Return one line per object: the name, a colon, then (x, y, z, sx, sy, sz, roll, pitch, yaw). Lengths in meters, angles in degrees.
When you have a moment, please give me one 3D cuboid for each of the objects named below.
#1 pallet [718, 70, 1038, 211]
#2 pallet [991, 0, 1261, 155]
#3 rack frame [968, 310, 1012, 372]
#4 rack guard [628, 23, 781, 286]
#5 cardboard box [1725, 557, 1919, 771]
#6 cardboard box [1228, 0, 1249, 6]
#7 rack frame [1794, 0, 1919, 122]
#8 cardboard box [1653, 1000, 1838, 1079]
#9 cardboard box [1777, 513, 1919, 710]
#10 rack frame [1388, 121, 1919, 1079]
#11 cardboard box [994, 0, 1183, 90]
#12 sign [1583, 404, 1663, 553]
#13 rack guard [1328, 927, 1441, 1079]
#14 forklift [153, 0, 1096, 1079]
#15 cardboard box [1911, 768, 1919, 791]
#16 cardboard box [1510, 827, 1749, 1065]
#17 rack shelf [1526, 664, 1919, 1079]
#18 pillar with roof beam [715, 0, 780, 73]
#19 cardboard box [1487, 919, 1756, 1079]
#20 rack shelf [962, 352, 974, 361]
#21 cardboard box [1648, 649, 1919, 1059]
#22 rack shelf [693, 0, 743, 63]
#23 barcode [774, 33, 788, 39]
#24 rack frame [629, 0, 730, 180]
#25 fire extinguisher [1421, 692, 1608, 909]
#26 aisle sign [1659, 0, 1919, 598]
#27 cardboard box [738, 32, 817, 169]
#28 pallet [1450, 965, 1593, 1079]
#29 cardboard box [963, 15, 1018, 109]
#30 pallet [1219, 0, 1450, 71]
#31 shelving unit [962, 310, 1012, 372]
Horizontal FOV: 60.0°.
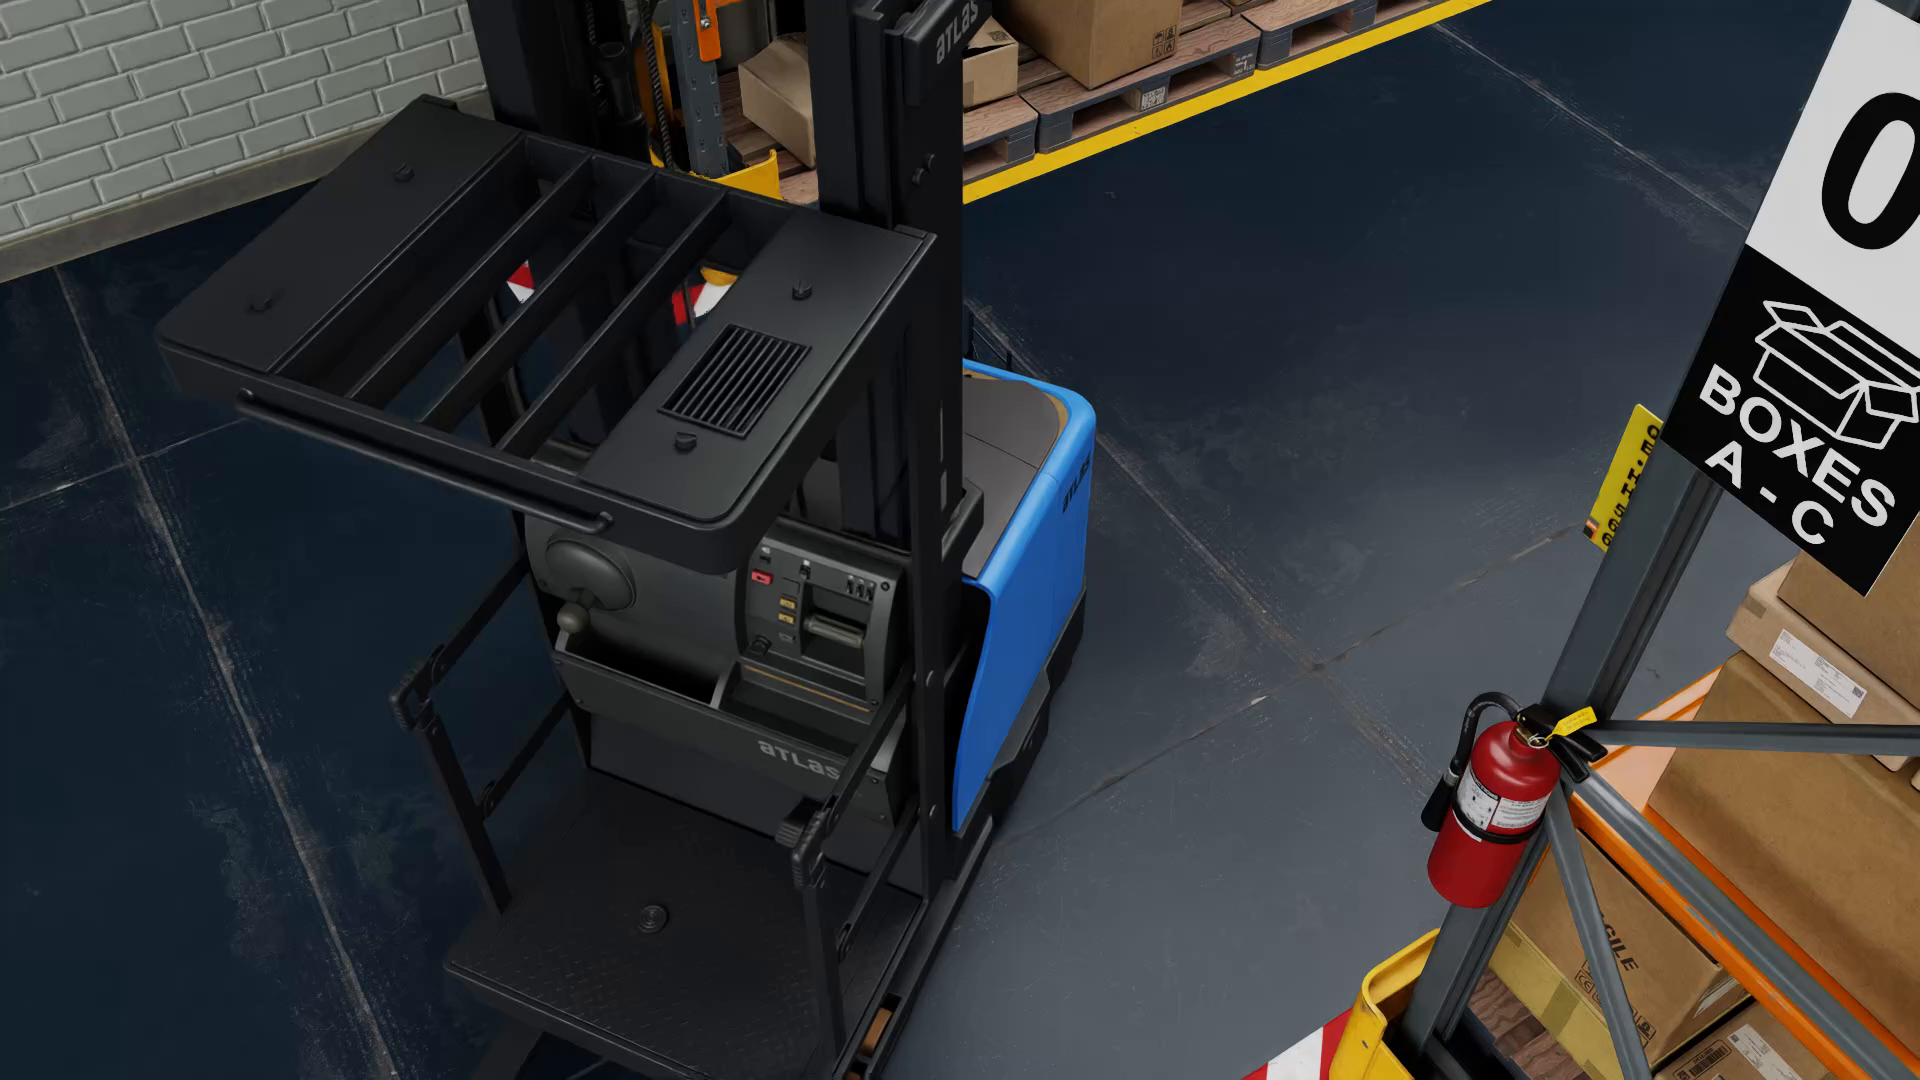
pallet: (-0.433, -1.810, 7.220, 1.213, 0.211, 1.003, -25, 53, -21)
pallet: (0.597, -2.293, 7.650, 1.213, 0.211, 1.003, -25, 53, -21)
rack frame: (0.093, -0.343, 5.453, 0.006, 0.900, 0.240, -25, 53, -21)
rack guard: (-1.139, -1.604, 6.844, 0.348, 0.500, 1.175, -25, 53, -21)
cardboard box: (1.664, 0.200, 3.062, 0.250, 0.149, 0.380, -26, 53, -21)
cardboard box: (1.323, -2.875, 7.681, 0.500, 0.500, 0.500, -29, 54, -23)
rack frame: (1.443, -1.273, 0.858, 0.127, 3.000, 1.000, -25, 53, -21)
cardboard box: (2.015, 1.424, 4.034, 0.500, 0.250, 0.500, -25, 53, -21)
cardboard box: (1.889, 0.058, 2.754, 0.500, 0.500, 0.700, -25, 53, -21)
rack frame: (1.443, 0.722, 3.098, 0.127, 3.000, 1.000, -25, 53, -21)
cardboard box: (0.559, -2.427, 7.282, 0.500, 0.500, 0.700, -28, 54, -23)
sign: (1.165, -0.090, 2.888, 0.005, 0.325, 0.100, -25, 53, -21)
rack guard: (1.422, 1.563, 4.023, 0.348, 0.500, 1.175, -25, 53, -21)
forklift: (-0.657, 0.199, 3.610, 1.130, 2.935, 3.031, 18, 51, 15)
cardboard box: (1.889, 0.453, 2.837, 0.250, 0.149, 0.380, -26, 53, -21)
cardboard box: (1.737, 0.846, 4.046, 0.500, 0.500, 0.500, -25, 53, -21)
rack shelf: (3.134, 0.164, 4.077, 4.000, 0.370, 1.077, -25, 53, -21)
pillar with roof beam: (1.224, -2.507, 1.957, 0.400, 9.000, 9.100, -25, 53, -21)
cardboard box: (1.739, 1.096, 4.325, 0.500, 0.250, 0.500, -25, 53, -21)
rack shelf: (0.007, -0.460, 5.240, 0.200, 0.077, 0.258, -25, 53, -21)
cardboard box: (1.844, 0.511, 3.220, 0.500, 0.500, 0.700, -25, 53, -21)
rack shelf: (0.488, -2.963, 6.862, 4.000, 0.370, 1.077, -25, 53, -21)
barcode: (-0.769, -2.139, 7.146, 0.075, 0.075, 0.001, -25, 53, -21)
rack frame: (-1.204, -2.405, 5.883, 0.127, 3.000, 1.000, -25, 53, -21)
fire extinguisher: (1.095, 0.501, 3.347, 0.183, 0.674, 0.296, -25, 53, -21)
aisle sign: (1.230, -0.302, 2.269, 0.004, 0.787, 0.394, -25, 53, -21)
cardboard box: (-0.571, -1.876, 6.918, 0.500, 0.311, 0.500, -31, 55, -25)
pallet: (2.067, 1.318, 4.435, 1.213, 0.211, 1.003, -25, 53, -21)
cardboard box: (-0.088, -2.103, 7.120, 0.500, 0.311, 0.500, -21, 52, -18)
pallet: (1.630, -2.782, 8.086, 1.213, 0.211, 1.003, -25, 53, -21)
shelving unit: (0.007, -0.303, 5.417, 0.210, 0.900, 0.258, -25, 53, -21)
